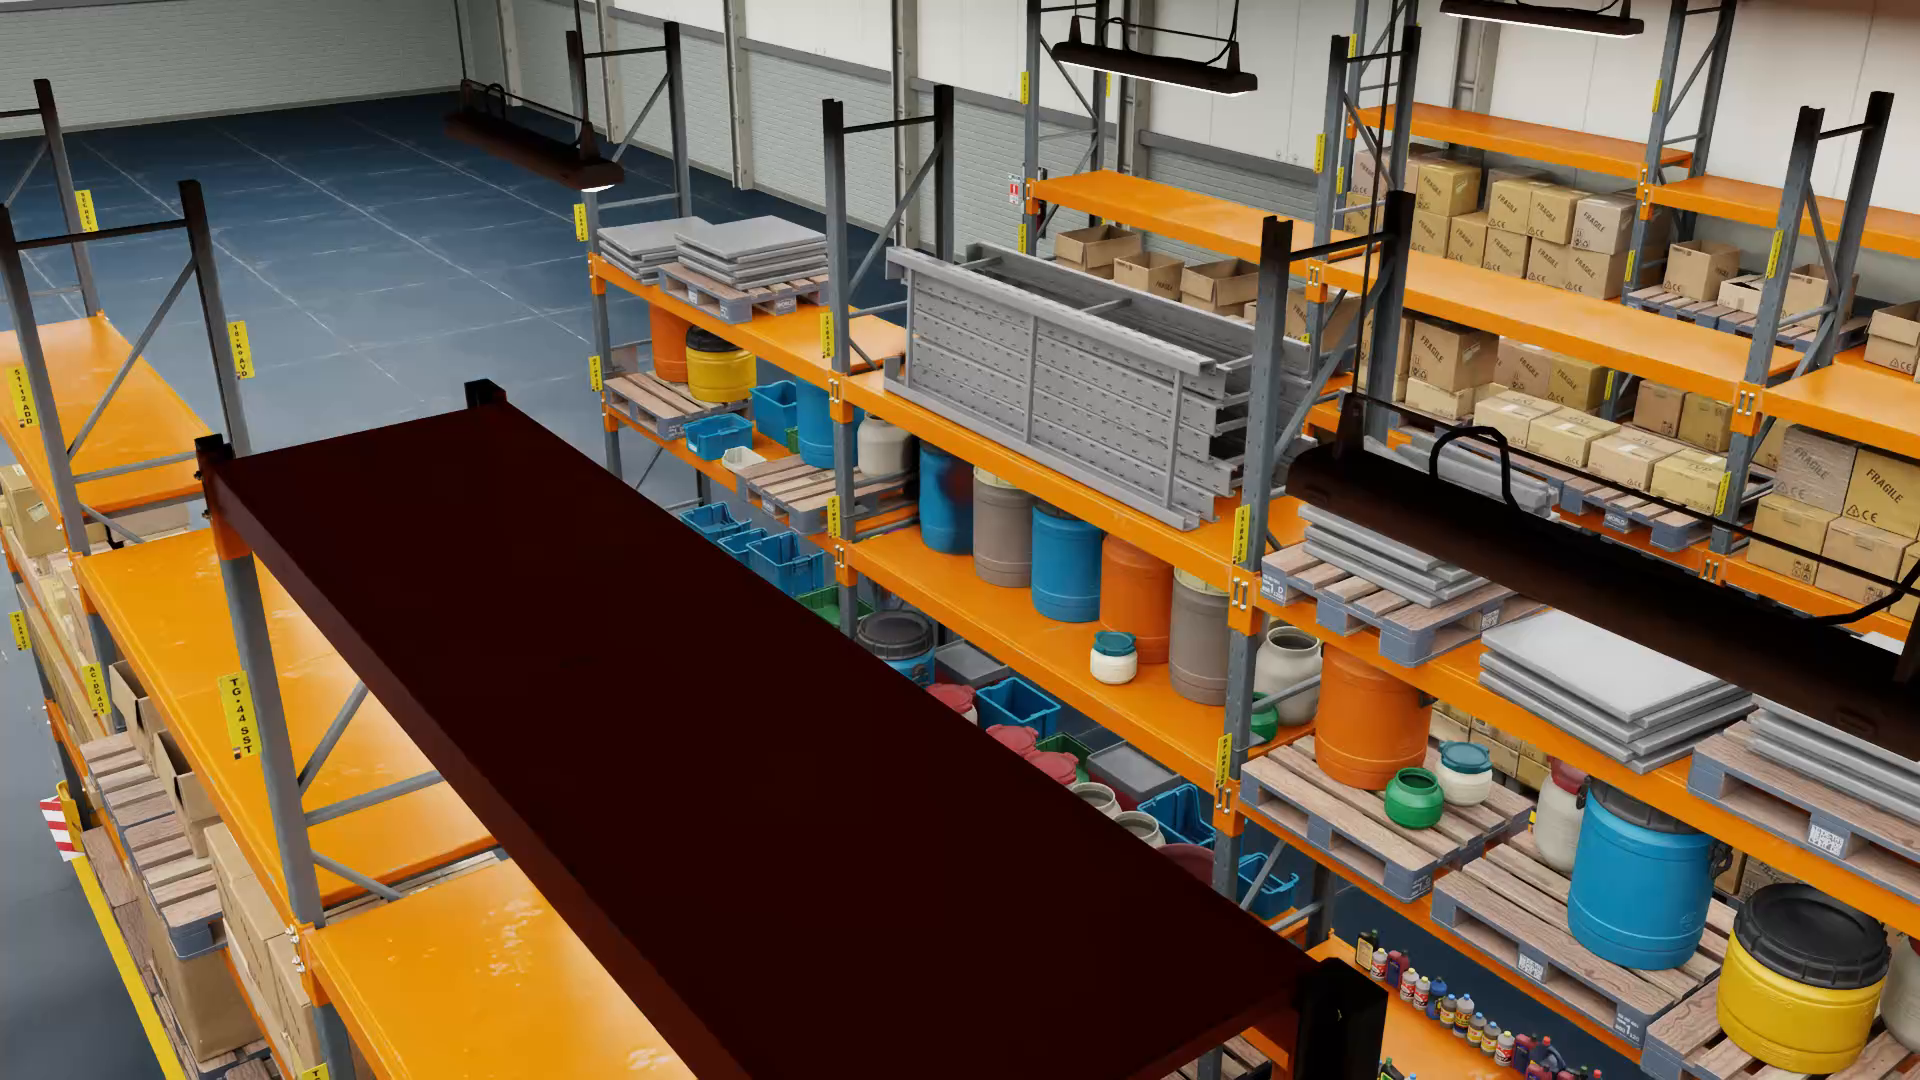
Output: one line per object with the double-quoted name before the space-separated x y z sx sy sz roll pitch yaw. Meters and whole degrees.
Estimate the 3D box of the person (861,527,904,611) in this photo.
"person" -0.781 0.340 16.042 0.429 1.774 0.591 -12 28 -25
